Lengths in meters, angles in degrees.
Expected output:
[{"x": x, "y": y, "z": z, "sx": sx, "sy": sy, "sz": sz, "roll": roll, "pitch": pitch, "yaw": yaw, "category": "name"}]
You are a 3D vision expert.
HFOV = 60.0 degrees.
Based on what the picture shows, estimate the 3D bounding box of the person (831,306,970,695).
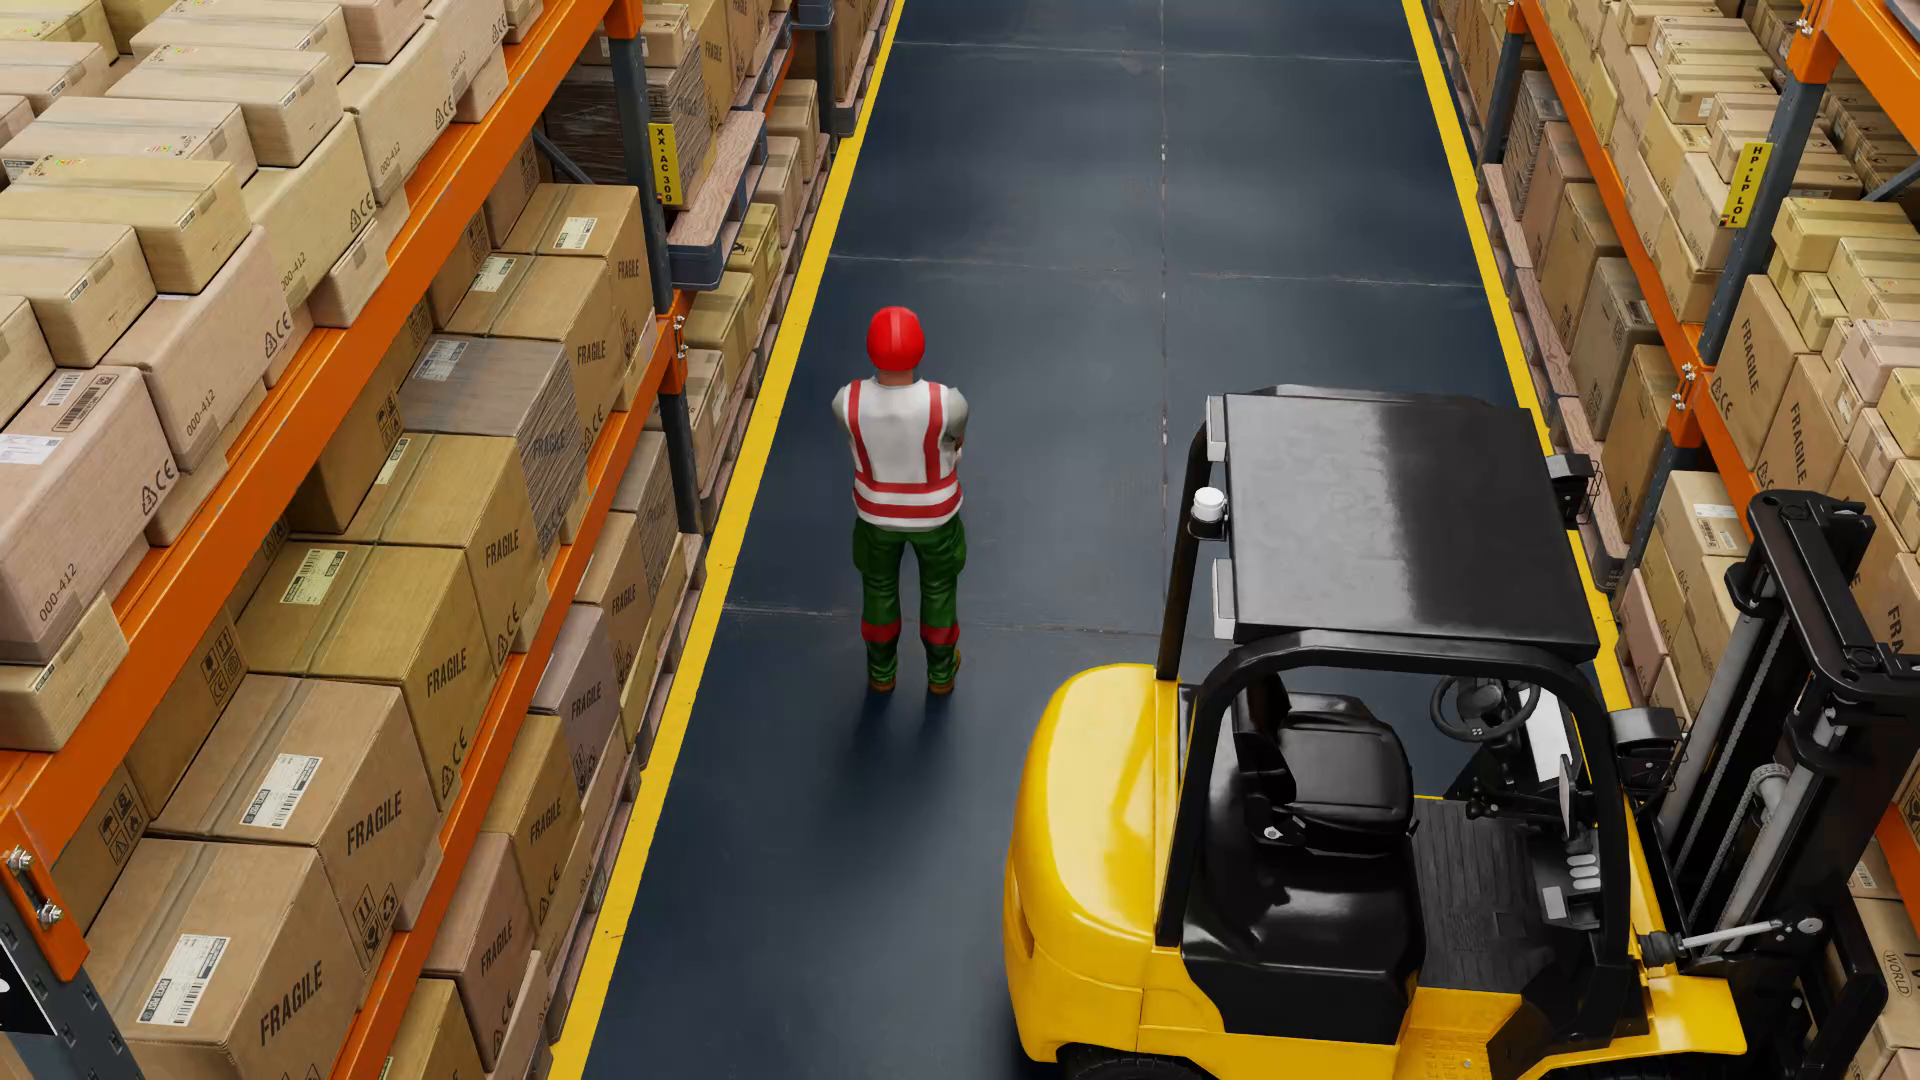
[{"x": -0.203, "y": -0.190, "z": 6.369, "sx": 0.494, "sy": 1.783, "sz": 0.567, "roll": 3, "pitch": 40, "yaw": 3, "category": "person"}]
